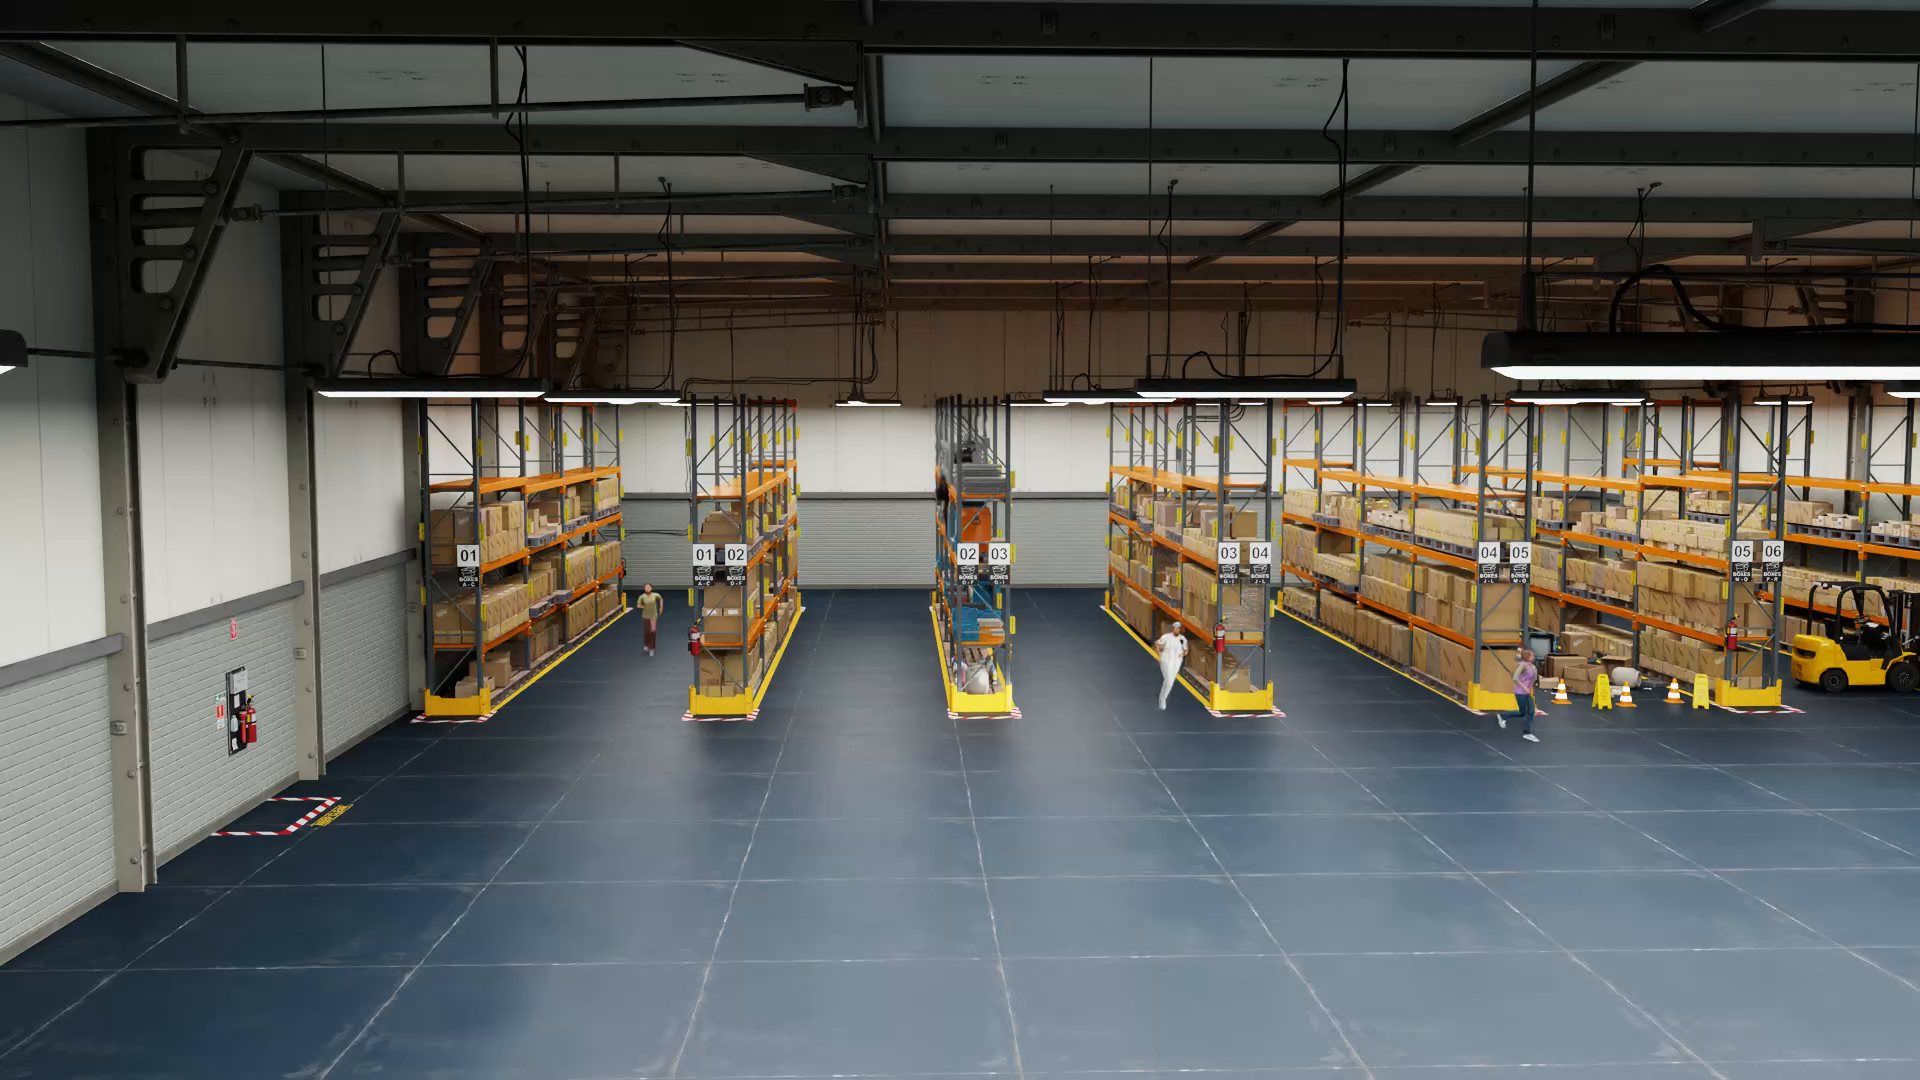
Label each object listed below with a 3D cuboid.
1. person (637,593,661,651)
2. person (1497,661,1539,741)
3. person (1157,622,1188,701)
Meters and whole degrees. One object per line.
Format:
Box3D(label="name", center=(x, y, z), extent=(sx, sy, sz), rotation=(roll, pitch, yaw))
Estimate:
Box3D(label="person", center=(-7.252, 1.880, 38.825), extent=(0.531, 1.313, 0.792), rotation=(-1, 5, -7))
Box3D(label="person", center=(9.752, 2.782, 28.952), extent=(0.751, 1.370, 0.349), rotation=(4, 6, 39))
Box3D(label="person", center=(4.084, 2.339, 31.969), extent=(0.587, 1.531, 0.603), rotation=(-1, 5, -18))
